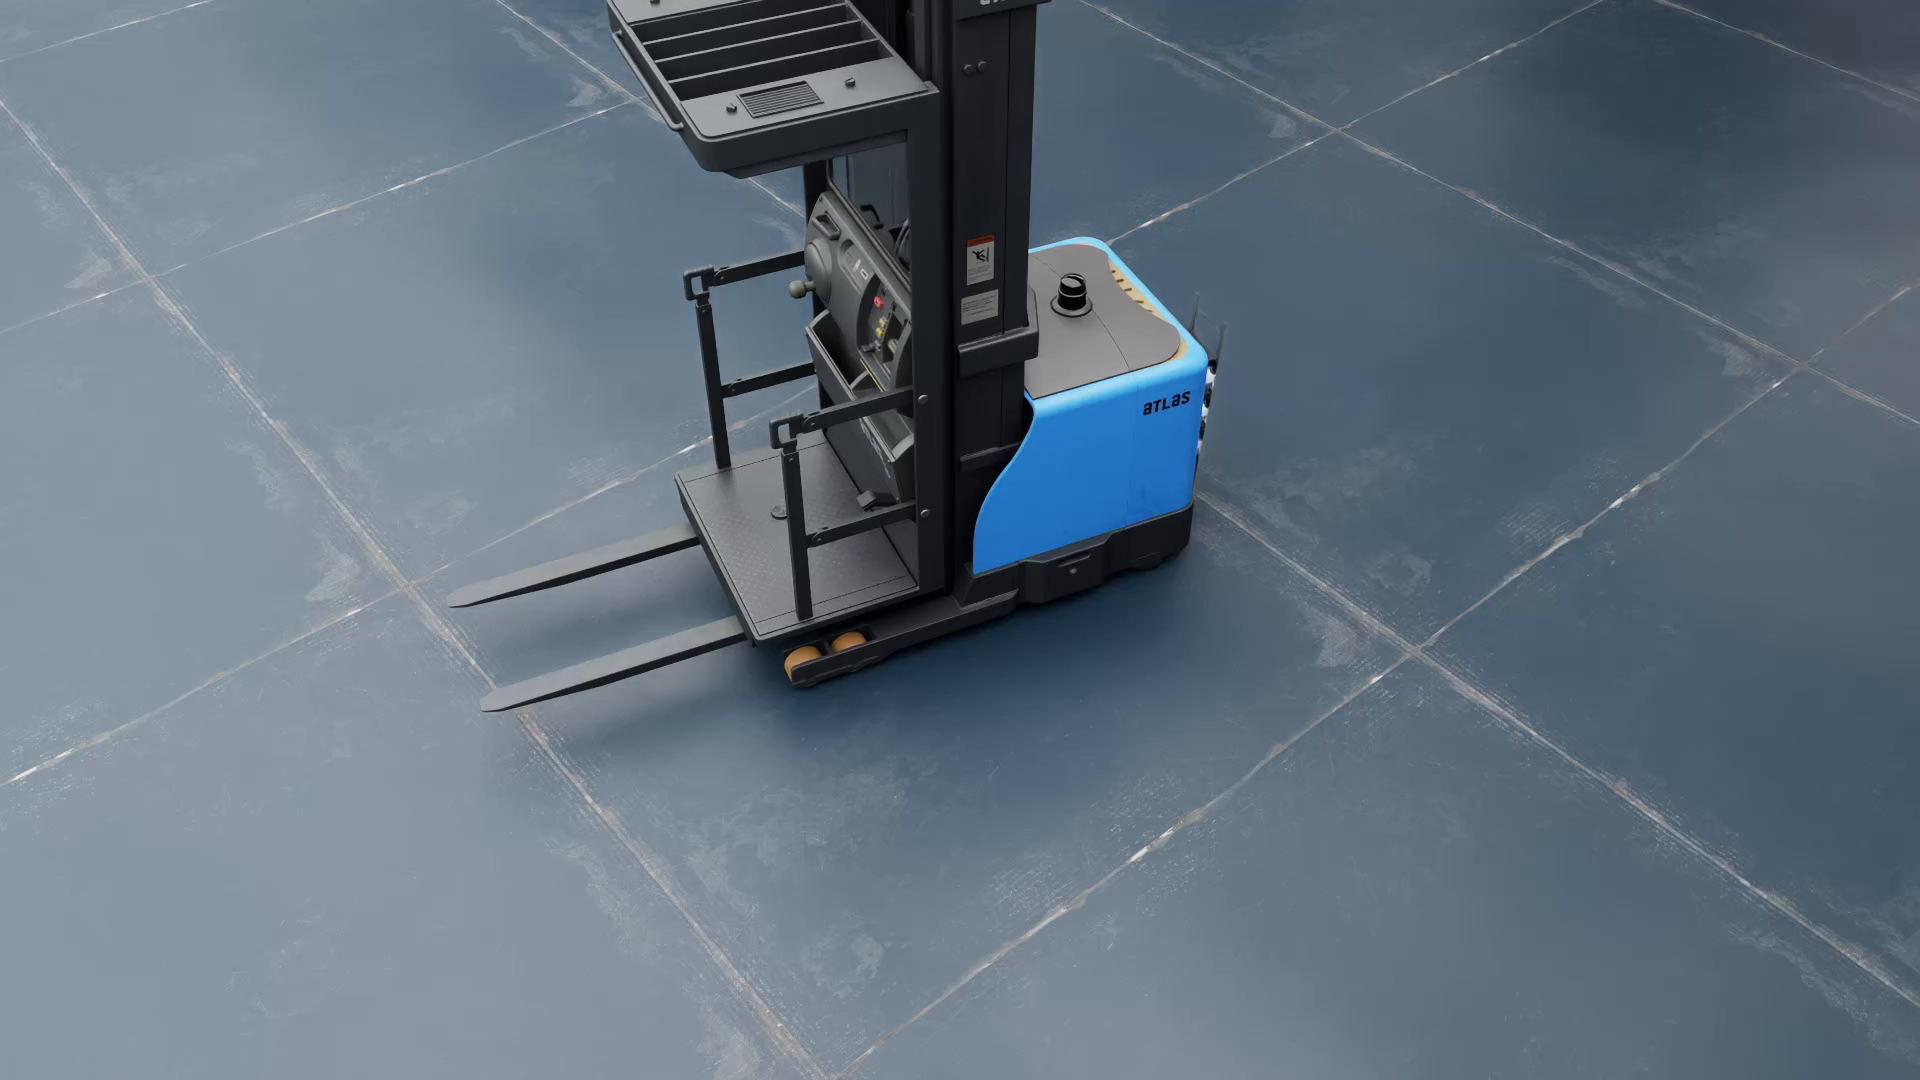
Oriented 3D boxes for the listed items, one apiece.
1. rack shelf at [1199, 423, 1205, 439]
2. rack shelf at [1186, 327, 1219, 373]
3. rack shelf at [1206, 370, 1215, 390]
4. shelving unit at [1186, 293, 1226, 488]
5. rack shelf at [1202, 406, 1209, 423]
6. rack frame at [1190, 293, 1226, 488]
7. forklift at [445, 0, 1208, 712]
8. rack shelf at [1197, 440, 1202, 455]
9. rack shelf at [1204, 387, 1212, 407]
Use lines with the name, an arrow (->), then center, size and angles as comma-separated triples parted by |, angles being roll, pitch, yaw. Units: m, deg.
rack shelf -> 0.934, -0.530, 7.381 | 0.200, 0.077, 0.258 | -14, 45, -20
rack shelf -> 0.957, -0.798, 7.142 | 0.200, 0.077, 0.258 | -14, 45, -20
rack shelf -> 0.951, -0.731, 7.202 | 0.200, 0.077, 0.258 | -14, 45, -20
shelving unit -> 0.942, -0.622, 7.299 | 0.210, 0.900, 0.258 | -14, 45, -20
rack shelf -> 0.940, -0.597, 7.321 | 0.200, 0.077, 0.258 | -14, 45, -20
rack frame -> 1.034, -0.645, 7.334 | 0.006, 0.900, 0.240 | -14, 45, -20
forklift -> -0.567, -0.893, 6.113 | 3.031, 2.935, 1.130 | -17, 46, -18
rack shelf -> 0.929, -0.463, 7.440 | 0.200, 0.077, 0.258 | -14, 45, -20
rack shelf -> 0.945, -0.664, 7.261 | 0.200, 0.077, 0.258 | -14, 45, -20
